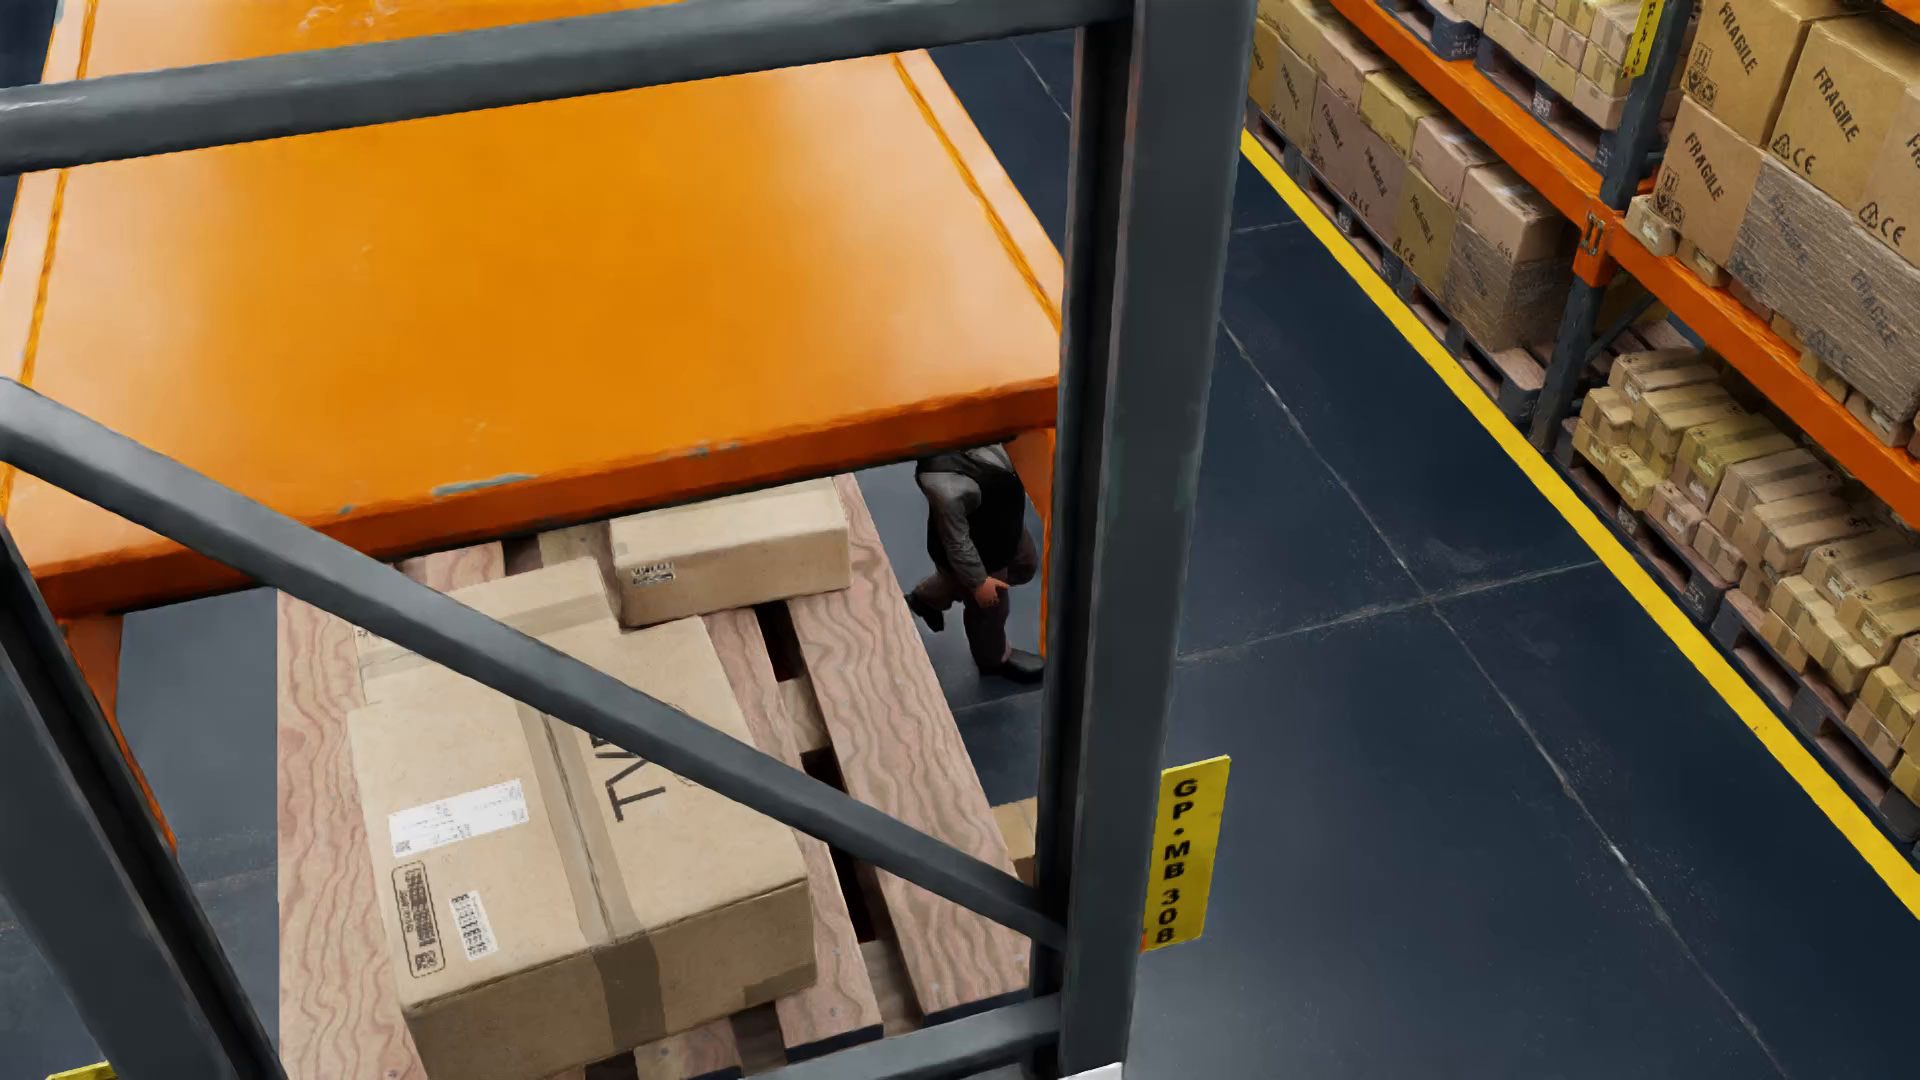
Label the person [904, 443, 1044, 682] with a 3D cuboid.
[{"bbox_3d":[0.053,-0.005,6.206,0.600,1.688,0.645,4,42,5],"label":"person"}]
